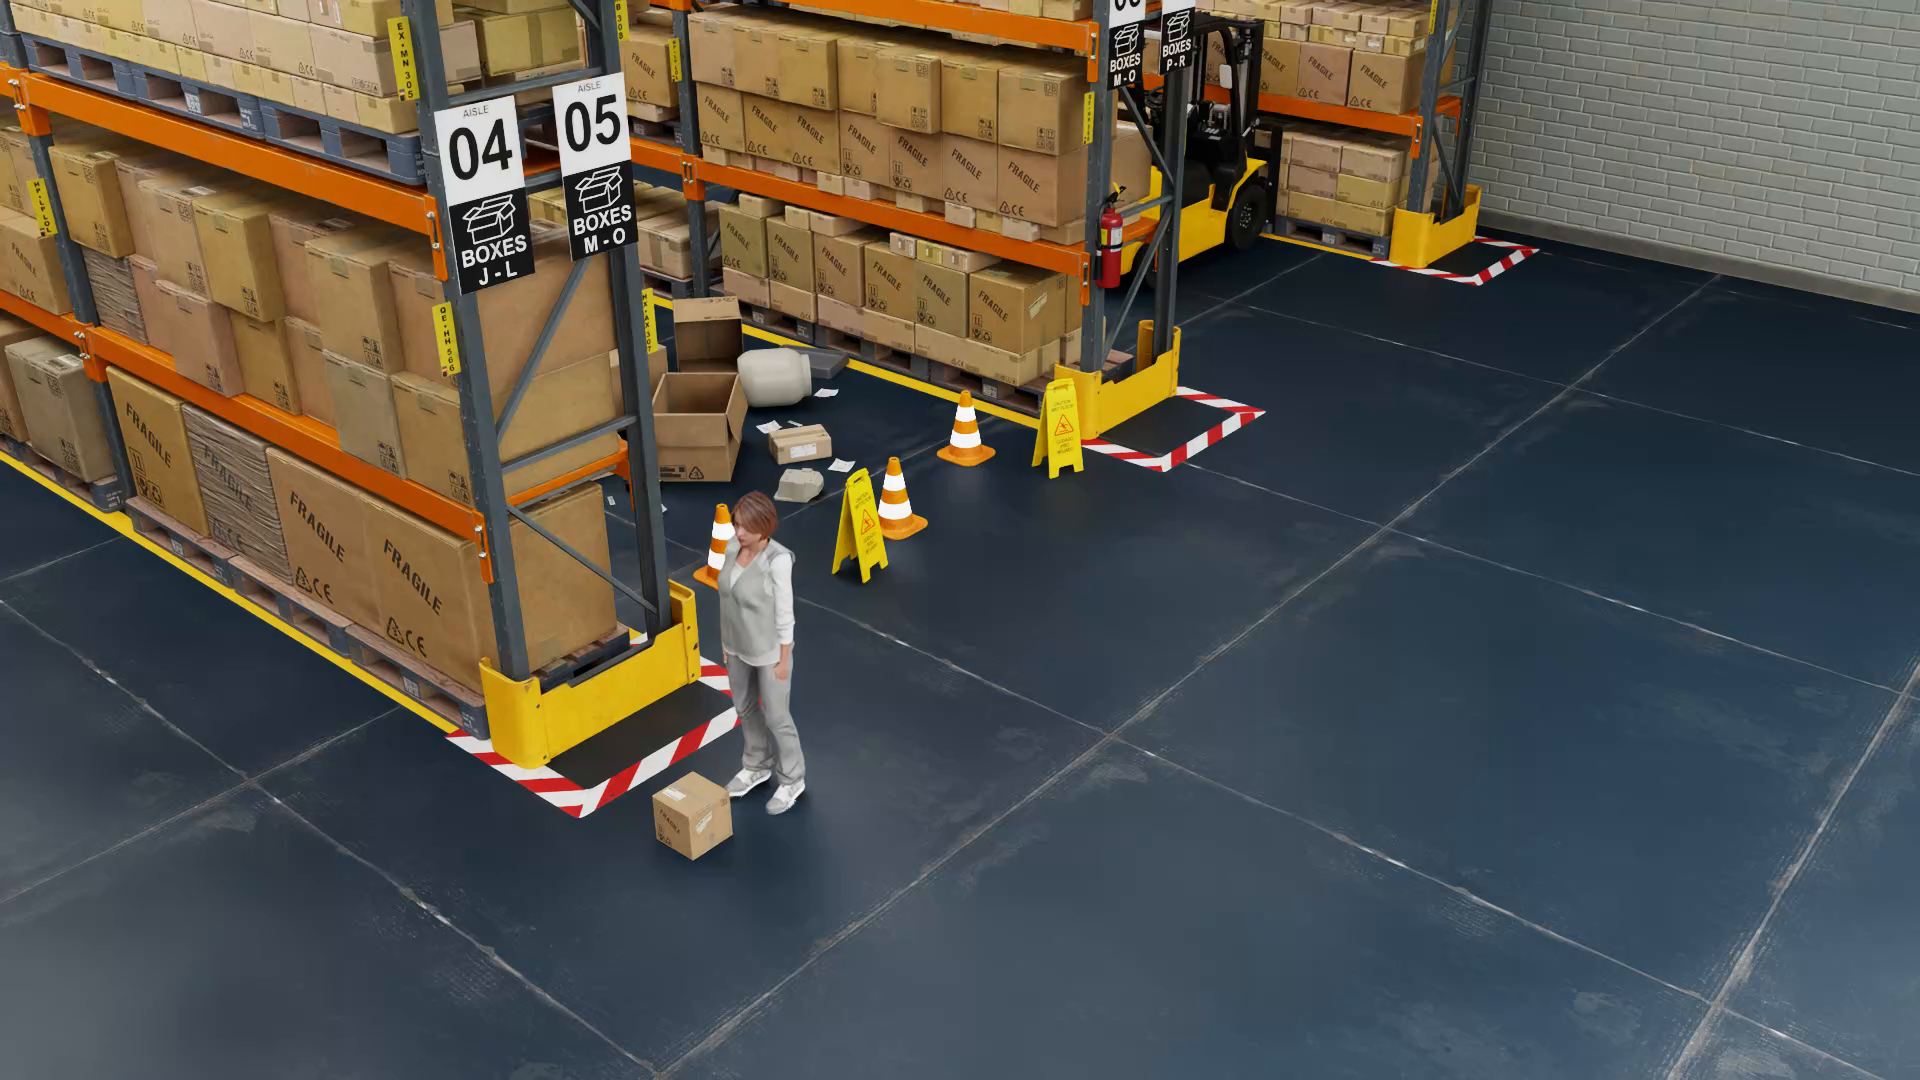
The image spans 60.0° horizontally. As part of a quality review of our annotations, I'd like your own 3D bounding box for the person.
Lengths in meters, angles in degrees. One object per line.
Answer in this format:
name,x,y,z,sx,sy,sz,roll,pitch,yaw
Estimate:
person,-0.922,0.520,7.657,0.407,1.614,0.312,22,35,35
